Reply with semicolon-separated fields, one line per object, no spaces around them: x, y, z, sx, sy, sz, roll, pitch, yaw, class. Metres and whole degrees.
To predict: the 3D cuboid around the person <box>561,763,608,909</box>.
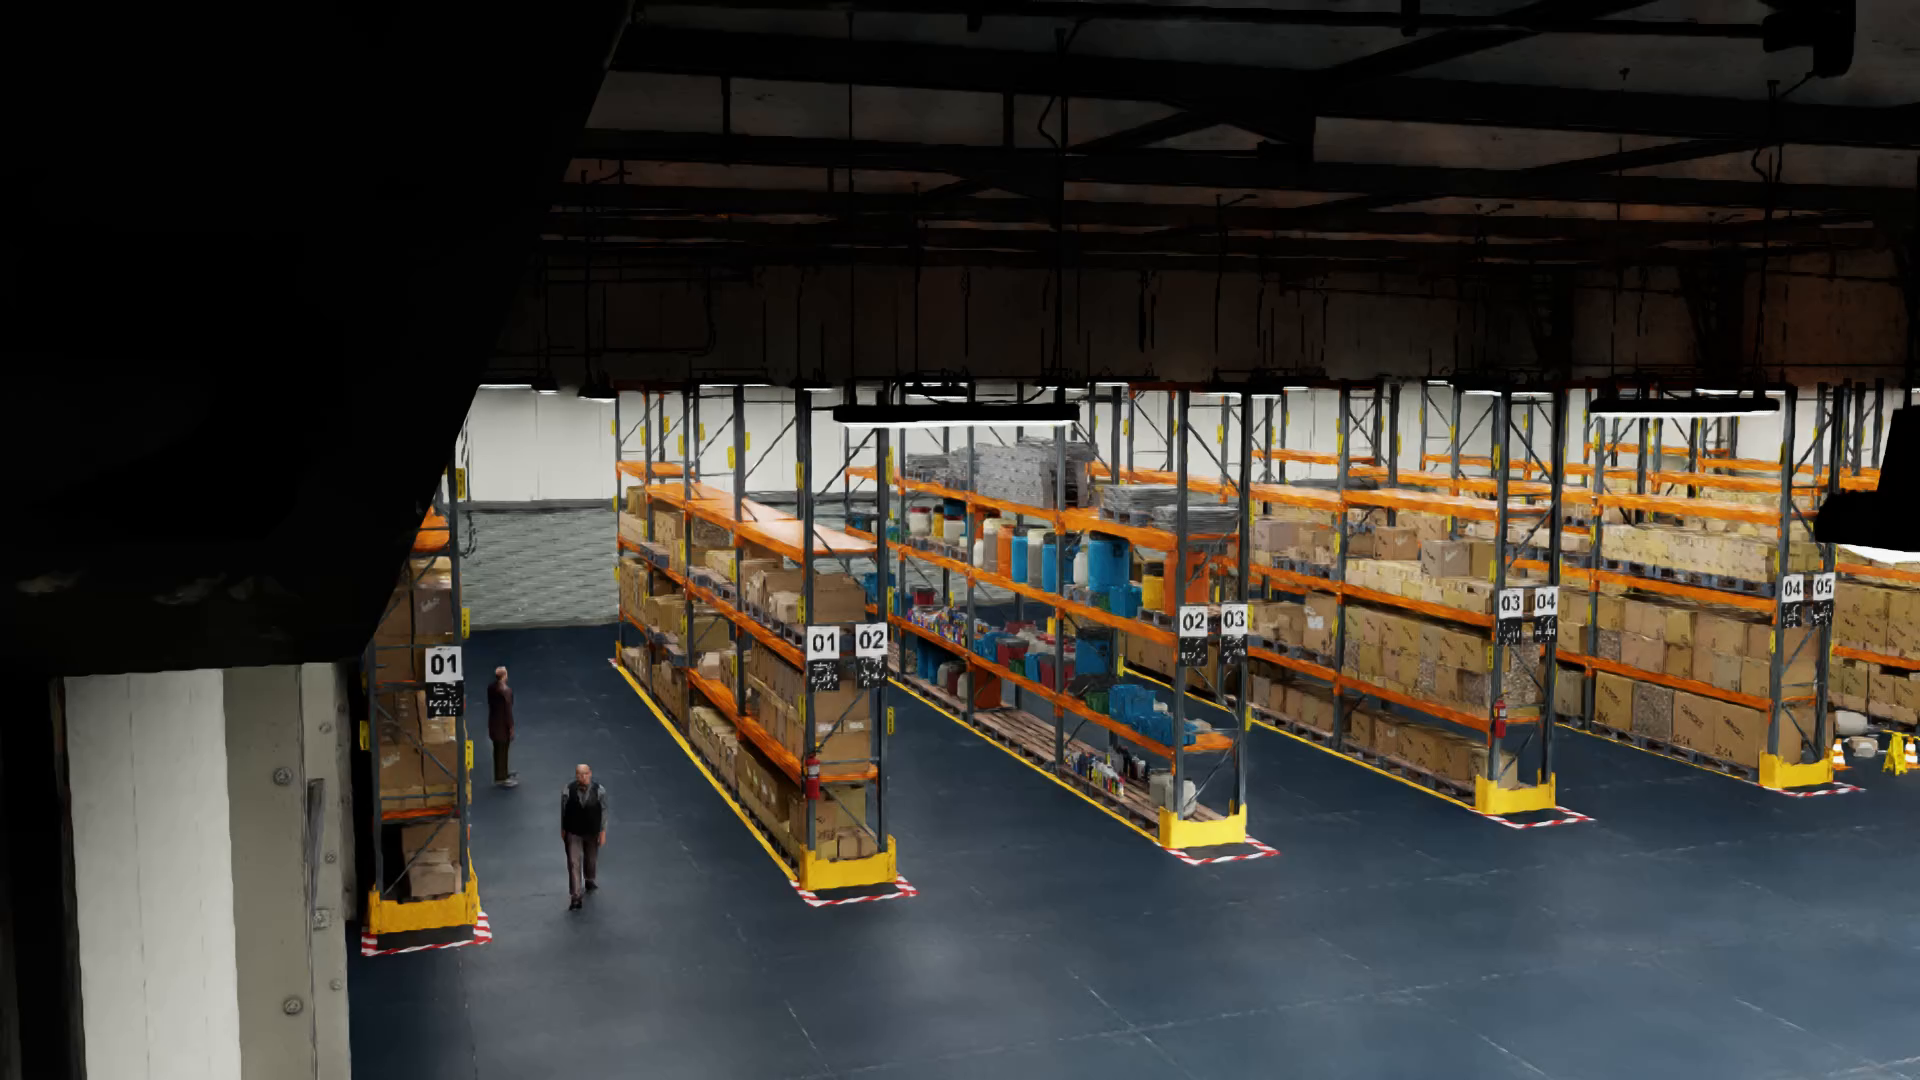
-4.413;3.430;19.581;0.547;1.639;1.110;-2;6;-17;person

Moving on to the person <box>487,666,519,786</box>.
-6.870;2.777;25.087;0.522;1.788;0.653;-5;8;-42;person
